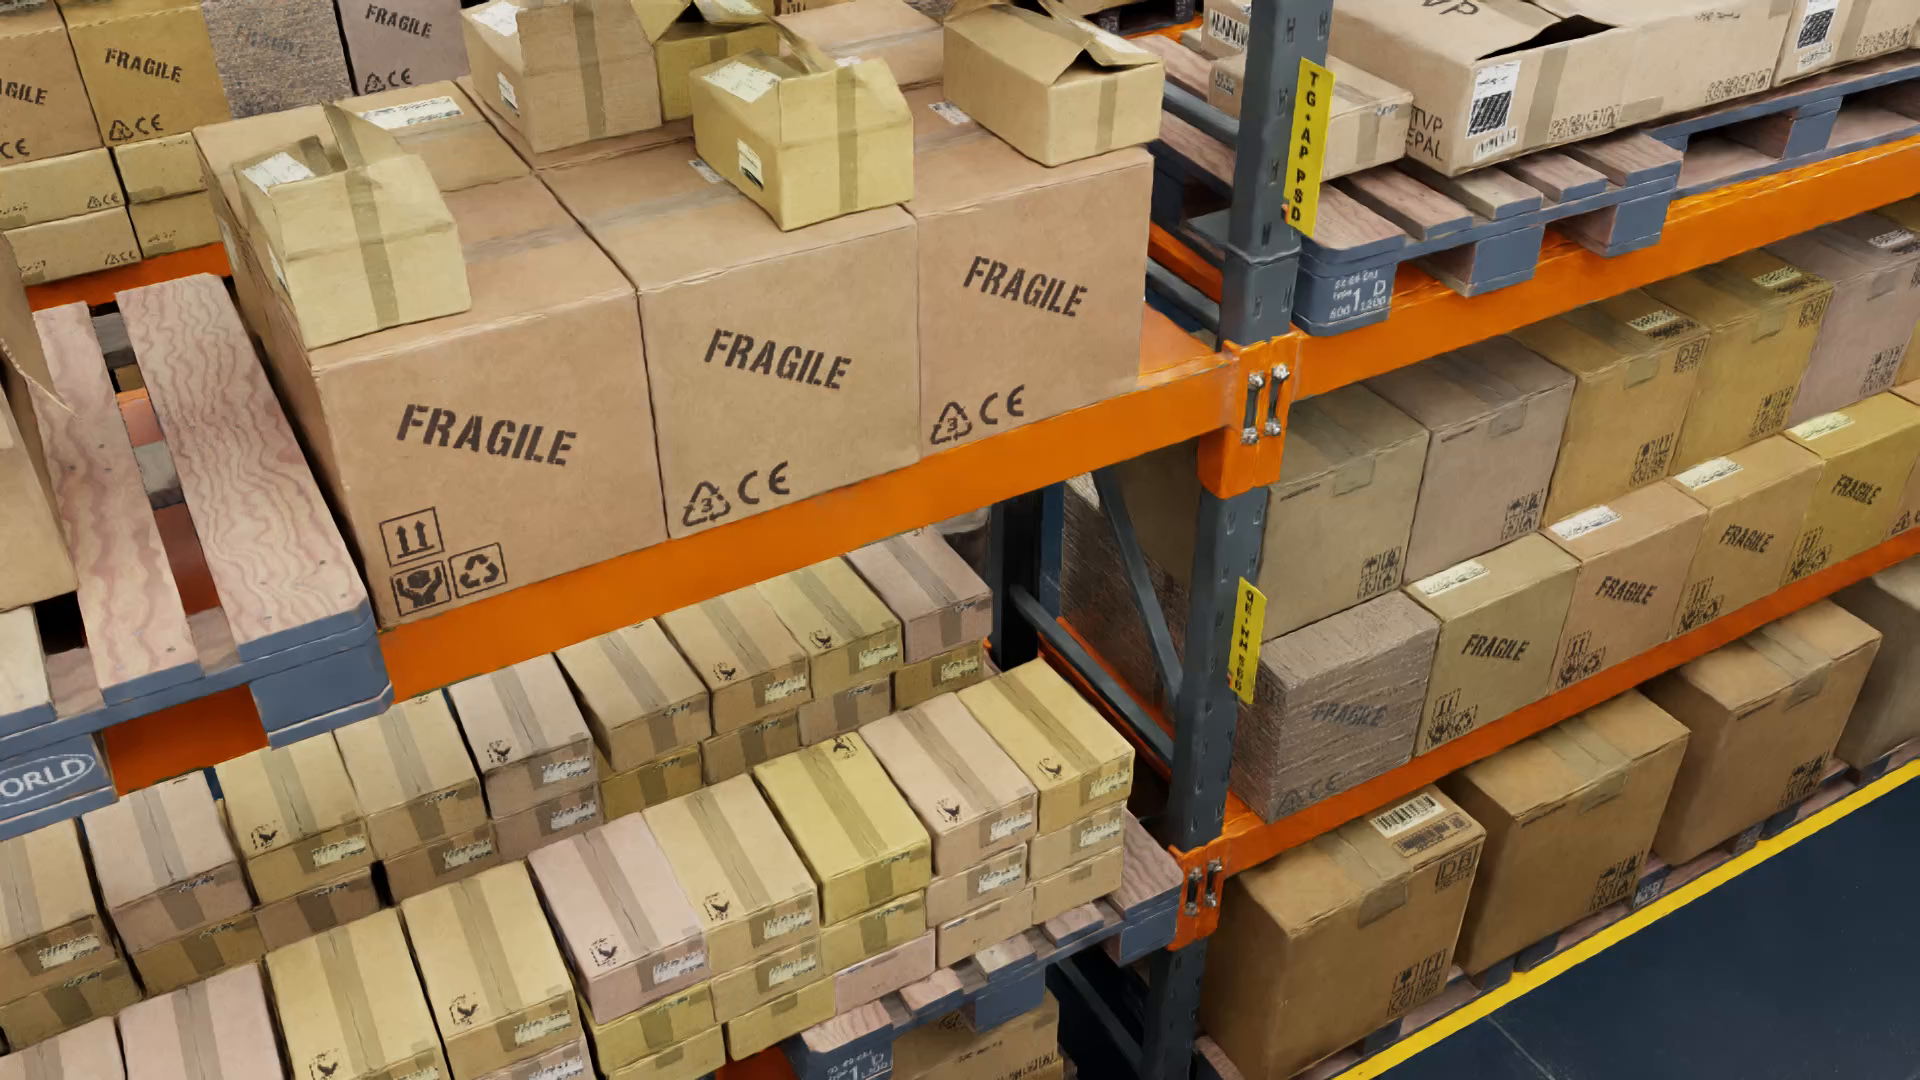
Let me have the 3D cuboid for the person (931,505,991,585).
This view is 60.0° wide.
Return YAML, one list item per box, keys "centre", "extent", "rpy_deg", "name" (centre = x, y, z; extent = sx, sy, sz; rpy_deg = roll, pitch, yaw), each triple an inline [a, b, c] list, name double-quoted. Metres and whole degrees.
- centre: [-0.097, -0.089, 6.210]
  extent: [0.659, 1.765, 0.412]
  rpy_deg: [-11, 38, -14]
  name: "person"
